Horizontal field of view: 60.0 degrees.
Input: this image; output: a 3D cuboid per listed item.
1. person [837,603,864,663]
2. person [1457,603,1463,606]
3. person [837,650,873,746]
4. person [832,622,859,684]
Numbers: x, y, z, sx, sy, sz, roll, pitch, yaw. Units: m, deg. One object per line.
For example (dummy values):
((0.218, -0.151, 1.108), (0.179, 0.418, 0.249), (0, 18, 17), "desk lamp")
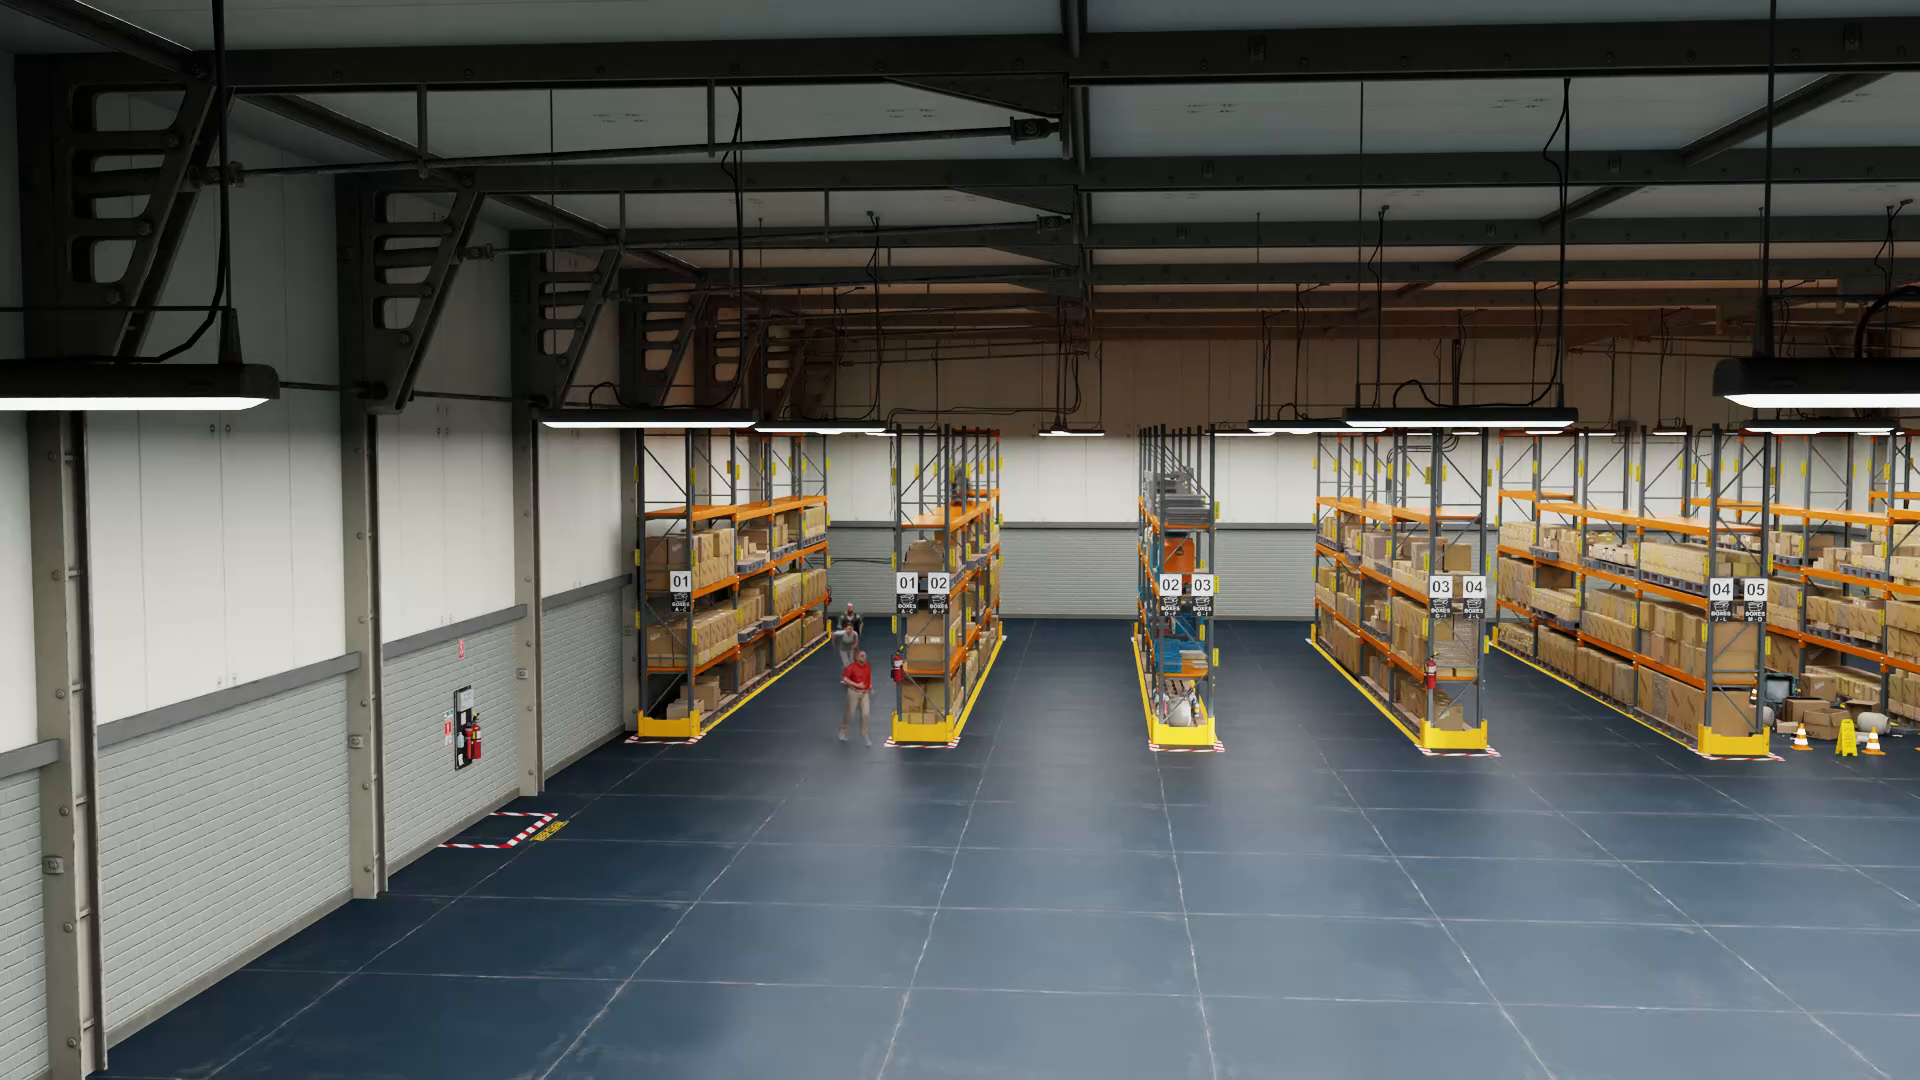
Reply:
((-2.690, 2.395, 40.882), (0.669, 1.684, 0.760), (0, 3, -4), "person")
((13.936, 2.042, 46.317), (0.747, 1.747, 0.785), (2, 4, 25), "person")
((-1.905, 2.957, 31.307), (0.698, 1.780, 0.852), (-2, 4, -34), "person")
((-2.657, 2.629, 38.528), (0.590, 1.503, 0.818), (-1, 4, -17), "person")
